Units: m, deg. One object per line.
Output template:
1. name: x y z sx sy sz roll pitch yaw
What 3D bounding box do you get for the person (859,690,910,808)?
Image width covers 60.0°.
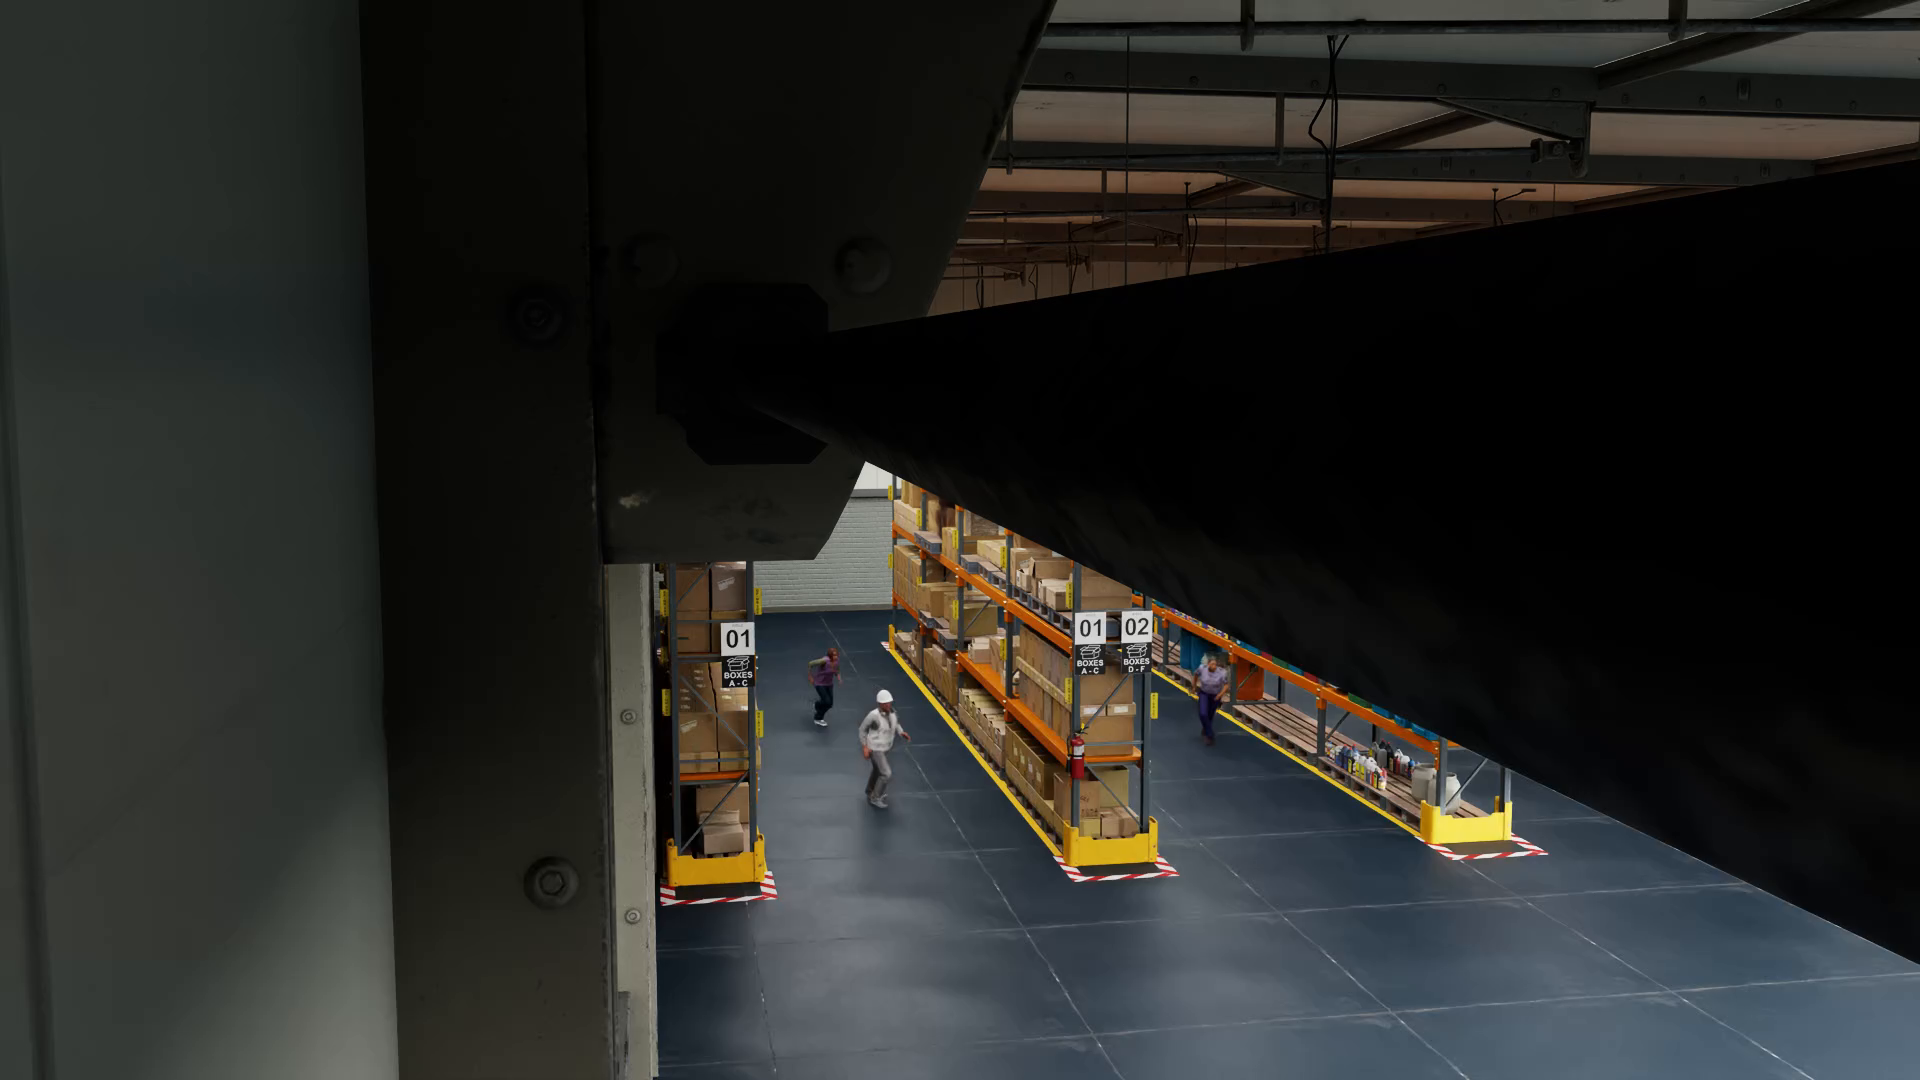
1. person: -1.090 2.963 23.649 0.838 1.739 0.667 3 7 28

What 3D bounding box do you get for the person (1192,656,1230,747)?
1. person: 4.158 2.596 27.636 0.614 1.504 0.994 1 6 6

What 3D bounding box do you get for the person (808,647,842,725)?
1. person: -2.337 2.539 28.660 0.566 1.418 0.745 -5 8 -36
